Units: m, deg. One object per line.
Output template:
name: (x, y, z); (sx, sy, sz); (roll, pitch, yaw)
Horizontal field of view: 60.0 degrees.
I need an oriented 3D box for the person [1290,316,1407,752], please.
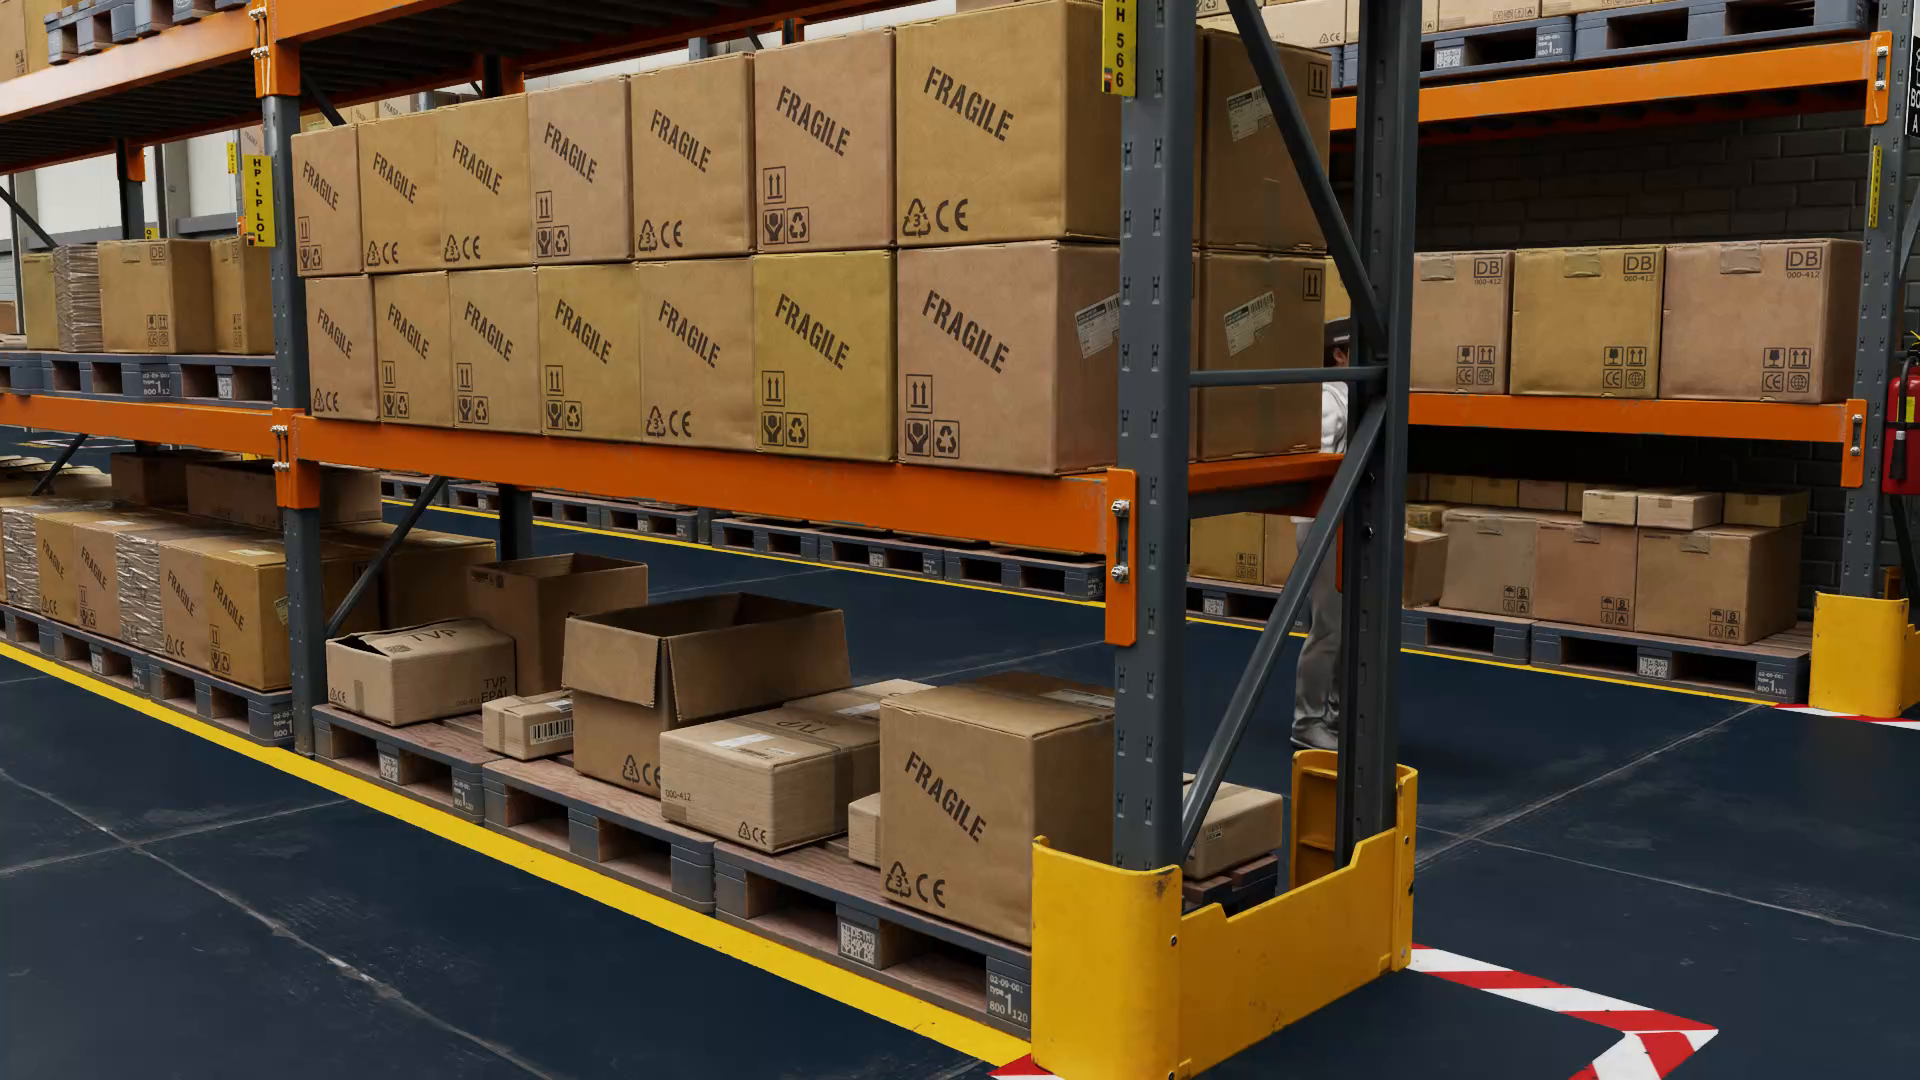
person: (1.499, -0.034, 6.445); (0.398, 1.682, 0.501); (7, 10, 42)
